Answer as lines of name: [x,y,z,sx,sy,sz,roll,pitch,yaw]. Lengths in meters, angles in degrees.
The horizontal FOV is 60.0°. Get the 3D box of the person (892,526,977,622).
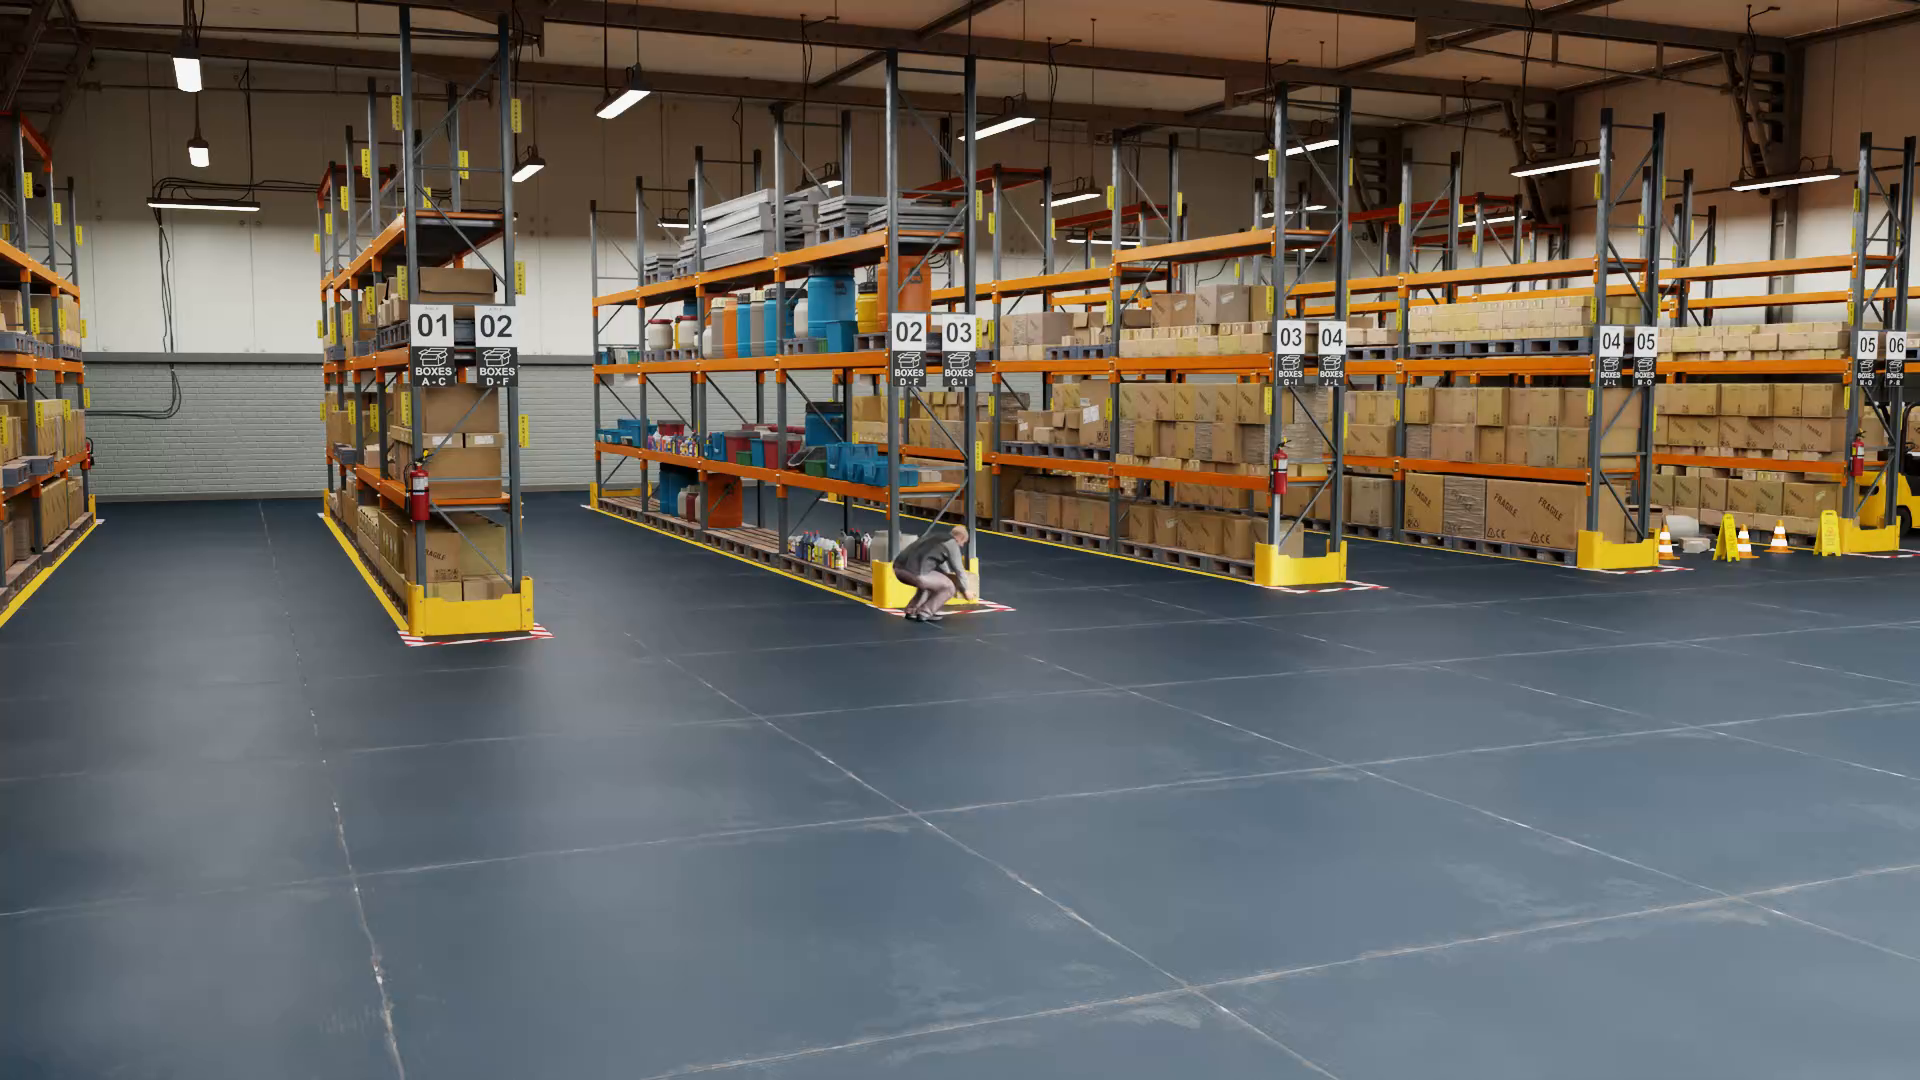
person: [-0.261,0.348,17.322,0.916,0.959,0.506,-3,6,-32]
